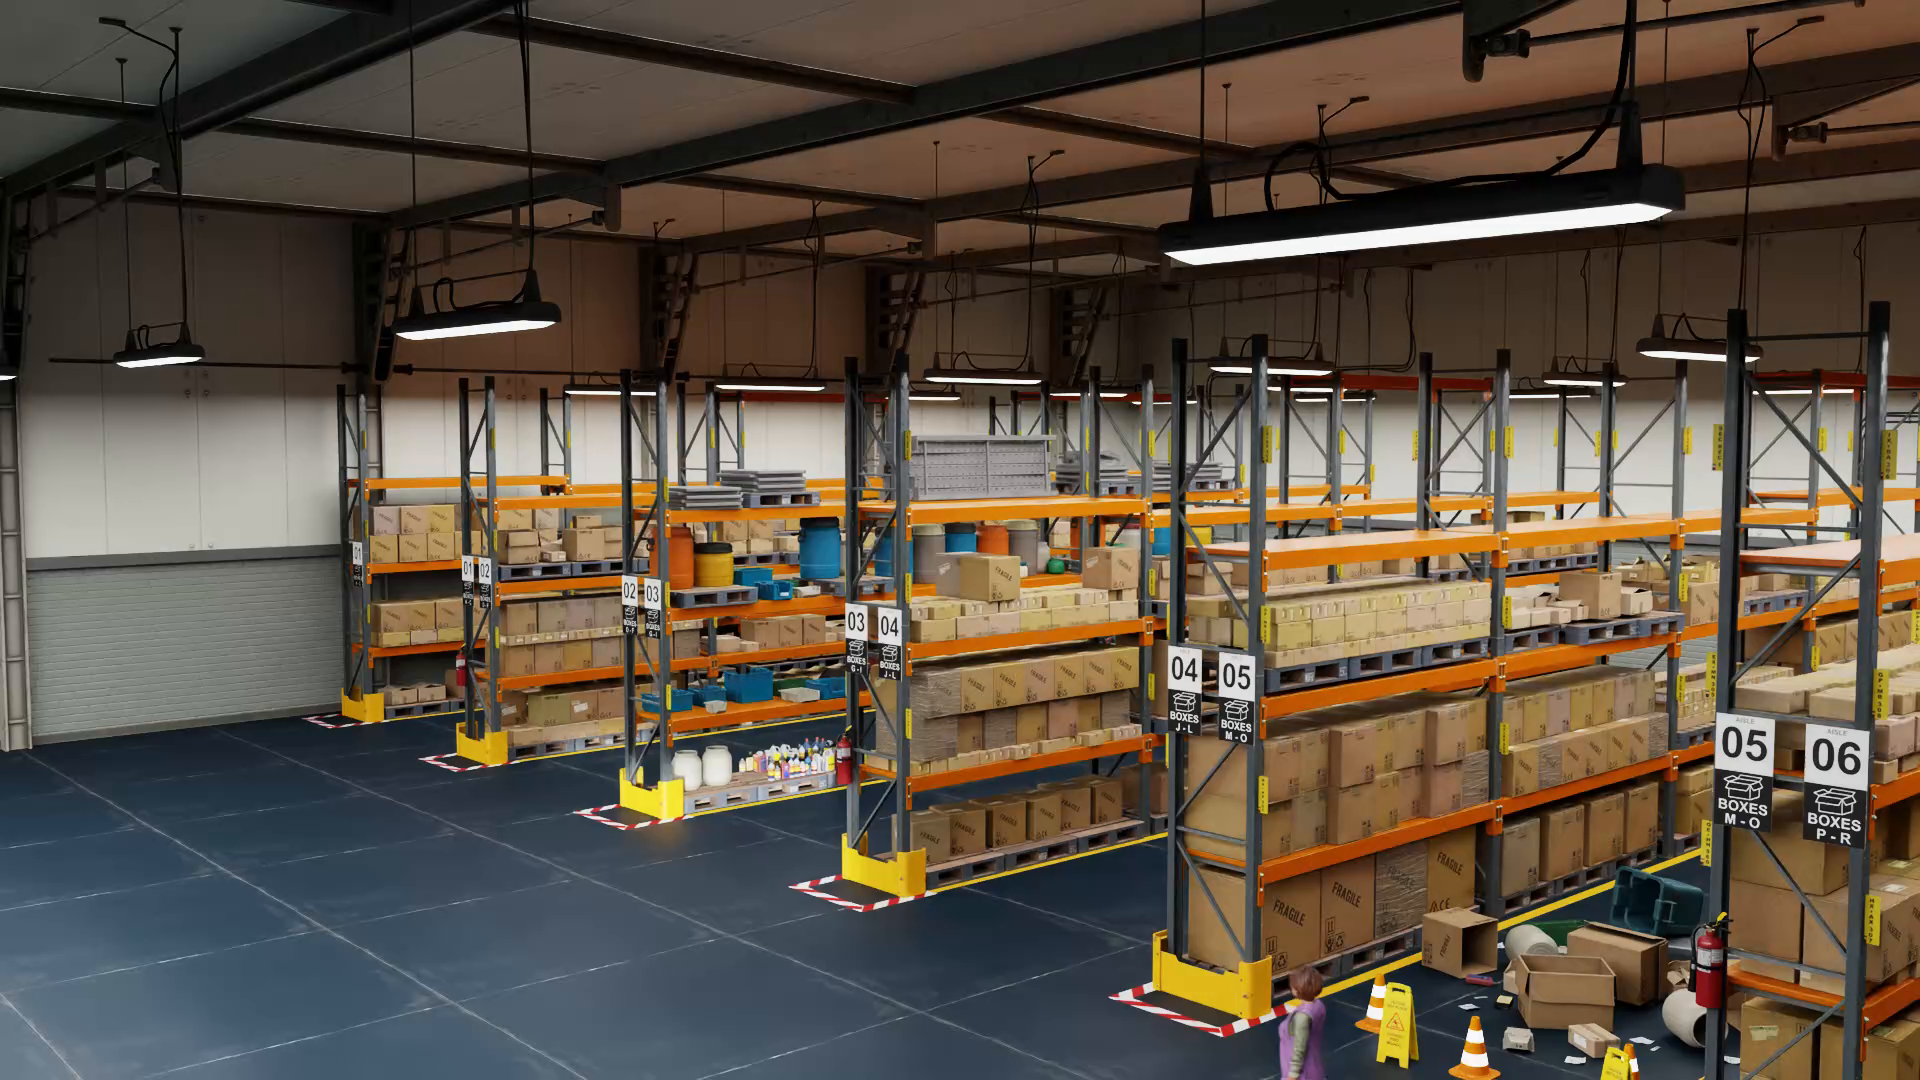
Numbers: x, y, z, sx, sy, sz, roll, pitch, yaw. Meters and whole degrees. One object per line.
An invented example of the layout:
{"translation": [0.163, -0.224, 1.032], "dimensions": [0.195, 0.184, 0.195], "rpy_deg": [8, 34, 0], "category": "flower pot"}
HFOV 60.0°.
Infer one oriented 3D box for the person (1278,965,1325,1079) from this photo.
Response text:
{"translation": [2.238, 3.696, 11.117], "dimensions": [0.443, 1.512, 0.420], "rpy_deg": [1, 4, 13], "category": "person"}
